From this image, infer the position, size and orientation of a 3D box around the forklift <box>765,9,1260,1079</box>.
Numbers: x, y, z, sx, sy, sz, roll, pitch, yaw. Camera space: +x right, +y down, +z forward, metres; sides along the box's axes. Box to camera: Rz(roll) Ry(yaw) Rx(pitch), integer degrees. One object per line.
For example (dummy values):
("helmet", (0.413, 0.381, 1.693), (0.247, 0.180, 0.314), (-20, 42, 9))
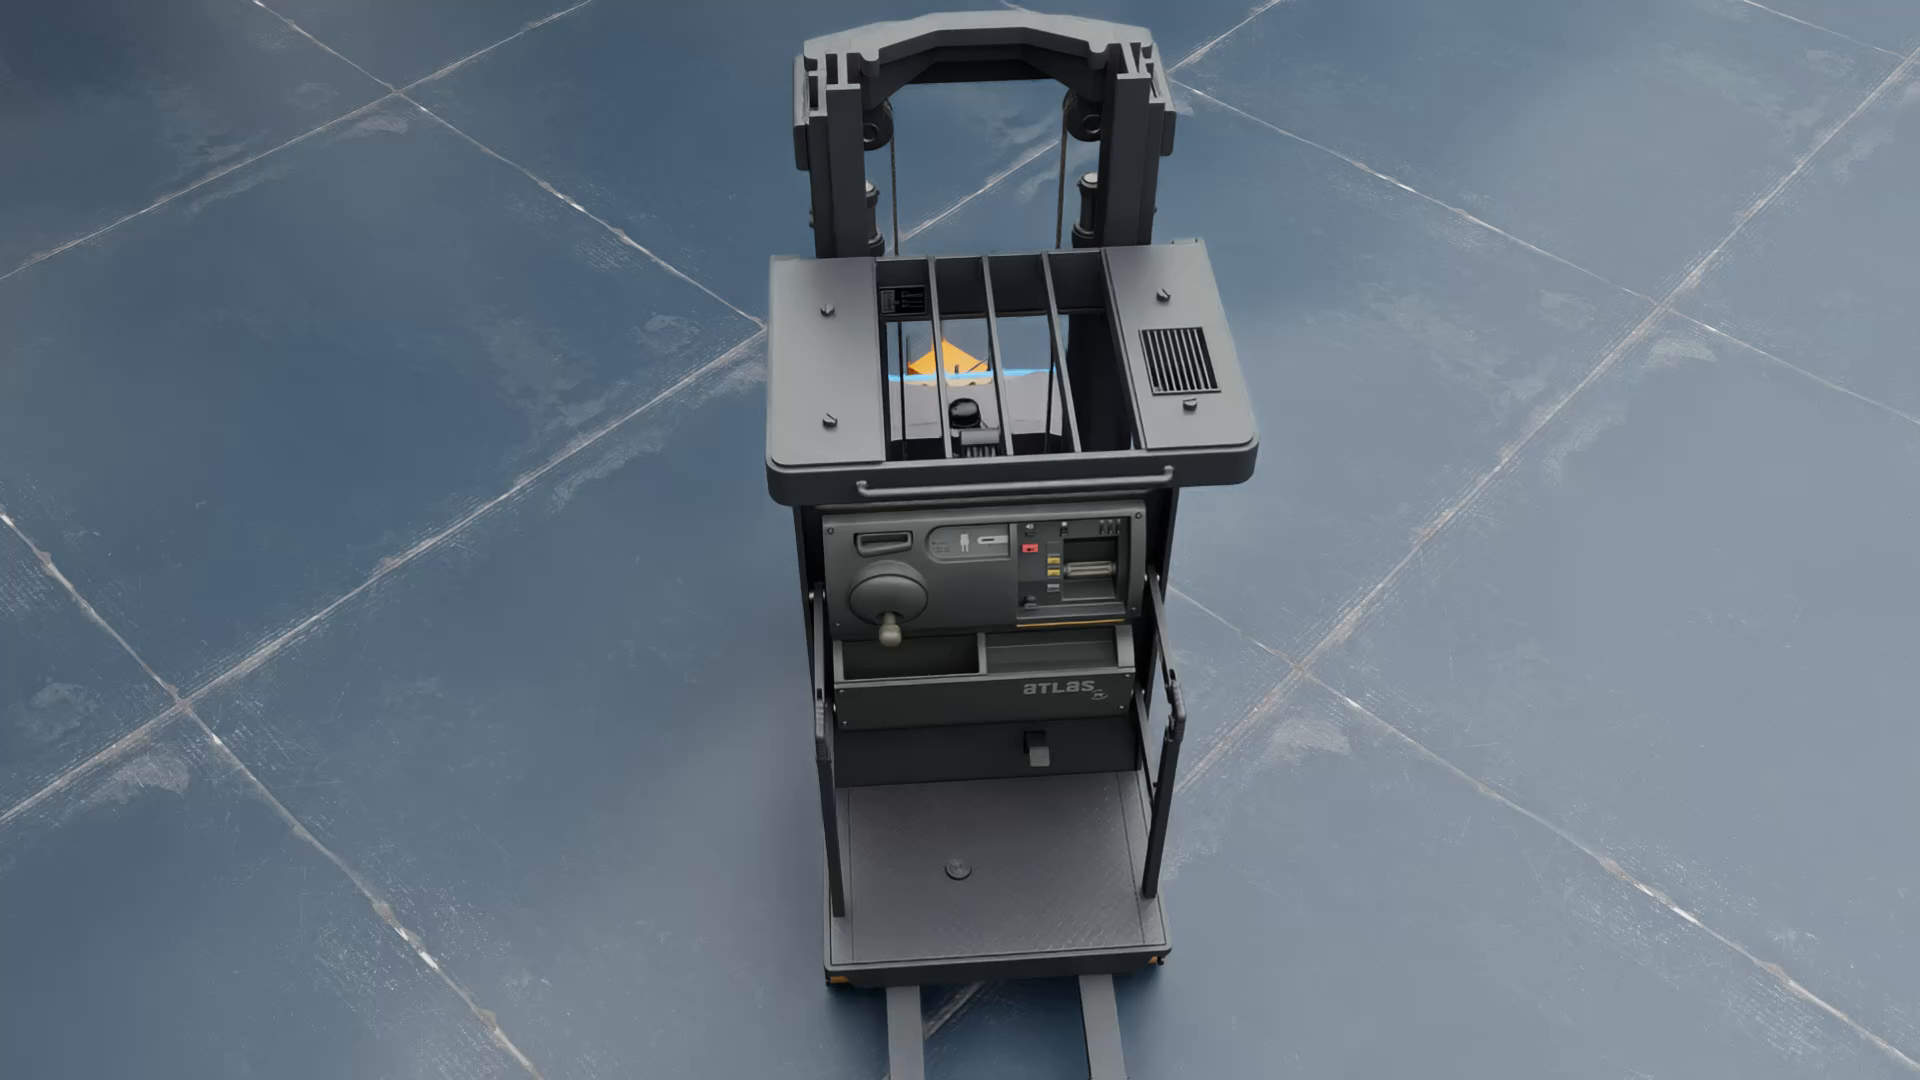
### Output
("forklift", (0.090, 0.196, 4.664), (1.130, 2.935, 3.031), (-3, 47, -3))

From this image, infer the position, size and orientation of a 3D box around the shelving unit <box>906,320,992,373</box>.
("shelving unit", (-0.040, -0.389, 6.503), (0.252, 1.050, 0.215), (34, 56, 28))

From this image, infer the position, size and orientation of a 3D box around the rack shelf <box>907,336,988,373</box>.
("rack shelf", (-0.040, -0.575, 6.303), (0.240, 0.259, 0.215), (34, 56, 28))

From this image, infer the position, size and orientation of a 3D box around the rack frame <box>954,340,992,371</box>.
("rack frame", (0.050, -0.328, 6.446), (0.008, 1.050, 0.200), (34, 56, 28))

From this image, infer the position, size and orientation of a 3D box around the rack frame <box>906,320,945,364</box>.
("rack frame", (-0.129, -0.450, 6.559), (0.008, 1.050, 0.200), (34, 56, 28))
